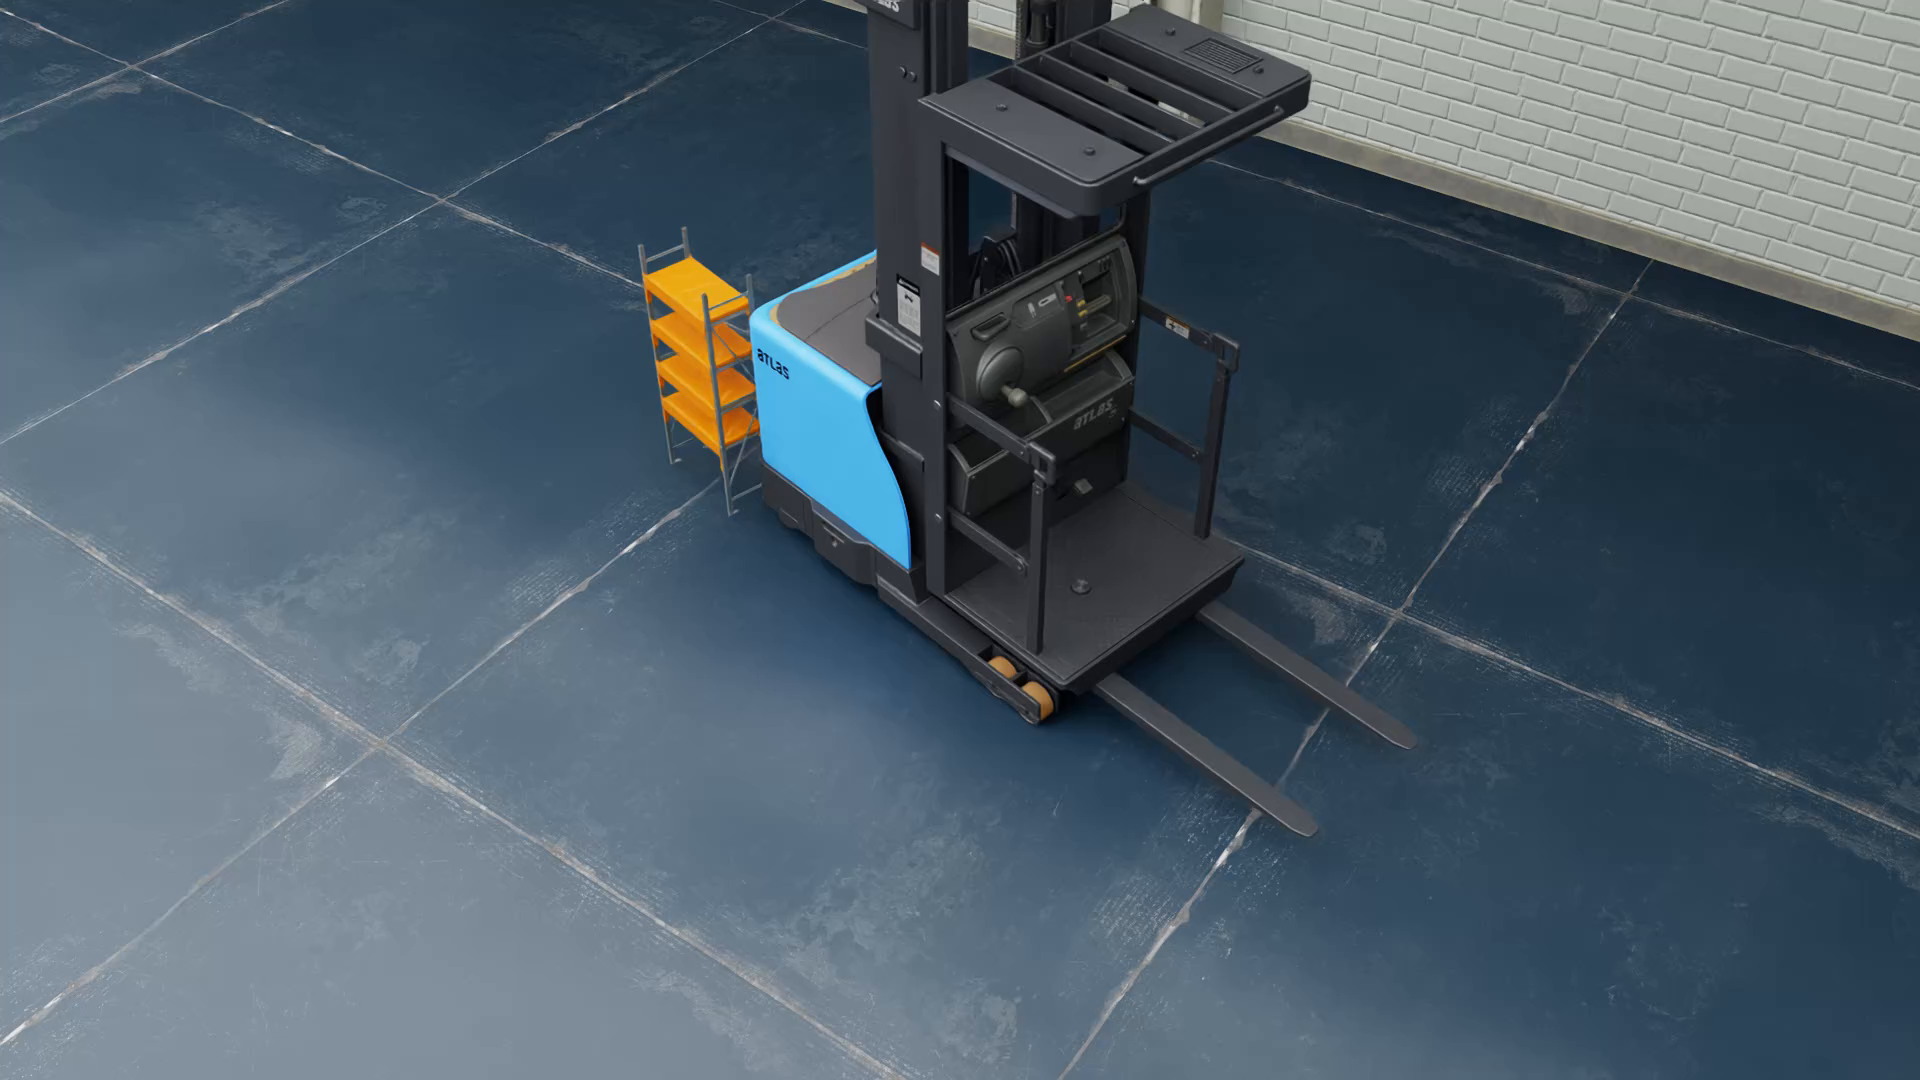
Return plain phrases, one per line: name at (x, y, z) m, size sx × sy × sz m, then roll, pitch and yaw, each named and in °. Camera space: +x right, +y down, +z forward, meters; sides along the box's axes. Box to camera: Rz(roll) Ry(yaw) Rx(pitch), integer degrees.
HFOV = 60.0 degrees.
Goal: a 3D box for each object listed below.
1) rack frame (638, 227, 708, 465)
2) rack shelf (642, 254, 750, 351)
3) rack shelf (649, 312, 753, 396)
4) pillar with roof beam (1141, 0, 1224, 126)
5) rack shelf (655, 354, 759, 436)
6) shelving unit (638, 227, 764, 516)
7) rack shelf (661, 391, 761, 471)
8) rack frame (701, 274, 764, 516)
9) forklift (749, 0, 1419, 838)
rack frame at (-1.281, -0.859, 7.559) m, size 0.240 × 1.200 × 0.015 m, roll -29°, pitch 49°, yaw -29°
rack shelf at (-1.124, -1.028, 7.158) m, size 0.258 × 0.148 × 0.480 m, roll -29°, pitch 49°, yaw -29°
rack shelf at (-1.124, -0.851, 7.315) m, size 0.258 × 0.148 × 0.480 m, roll -29°, pitch 49°, yaw -29°
pillar with roof beam at (-1.139, -3.649, 4.828) m, size 0.400 × 9.000 × 9.100 m, roll 25°, pitch 48°, yaw 25°
rack shelf at (-1.124, -0.685, 7.465) m, size 0.258 × 0.148 × 0.480 m, roll -29°, pitch 49°, yaw -29°
shelving unit at (-1.124, -0.735, 7.420) m, size 0.258 × 1.200 × 0.503 m, roll -29°, pitch 49°, yaw -29°
rack shelf at (-1.124, -0.537, 7.597) m, size 0.258 × 0.148 × 0.480 m, roll -29°, pitch 49°, yaw -29°
rack frame at (-0.967, -0.610, 7.281) m, size 0.240 × 1.200 × 0.015 m, roll -29°, pitch 49°, yaw -29°
forklift at (0.470, -0.748, 6.136) m, size 1.130 × 2.935 × 3.031 m, roll -32°, pitch 51°, yaw -30°
